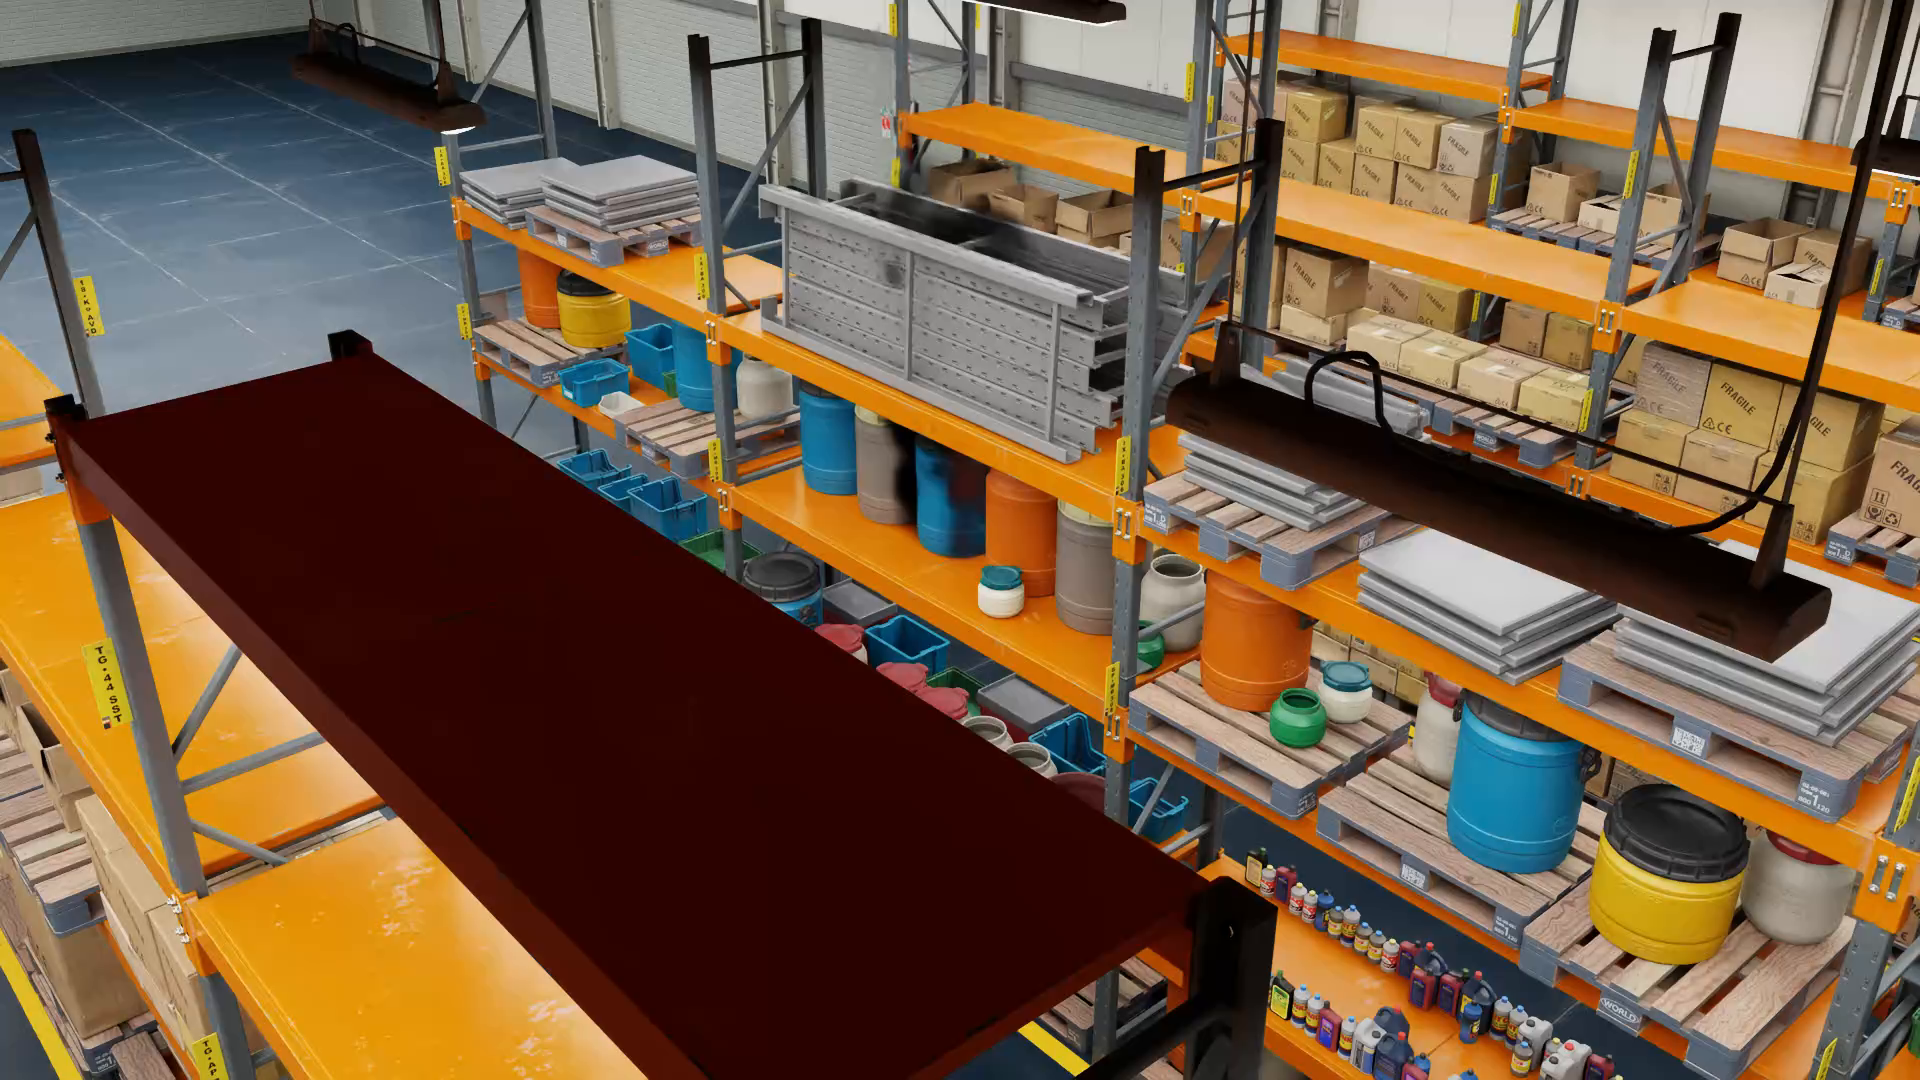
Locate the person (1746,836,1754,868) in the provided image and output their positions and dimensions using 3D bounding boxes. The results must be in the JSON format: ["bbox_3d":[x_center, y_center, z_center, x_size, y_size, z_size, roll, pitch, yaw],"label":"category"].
[{"bbox_3d":[4.814,2.612,10.569,0.749,1.752,0.583,18,32,31],"label":"person"}]
